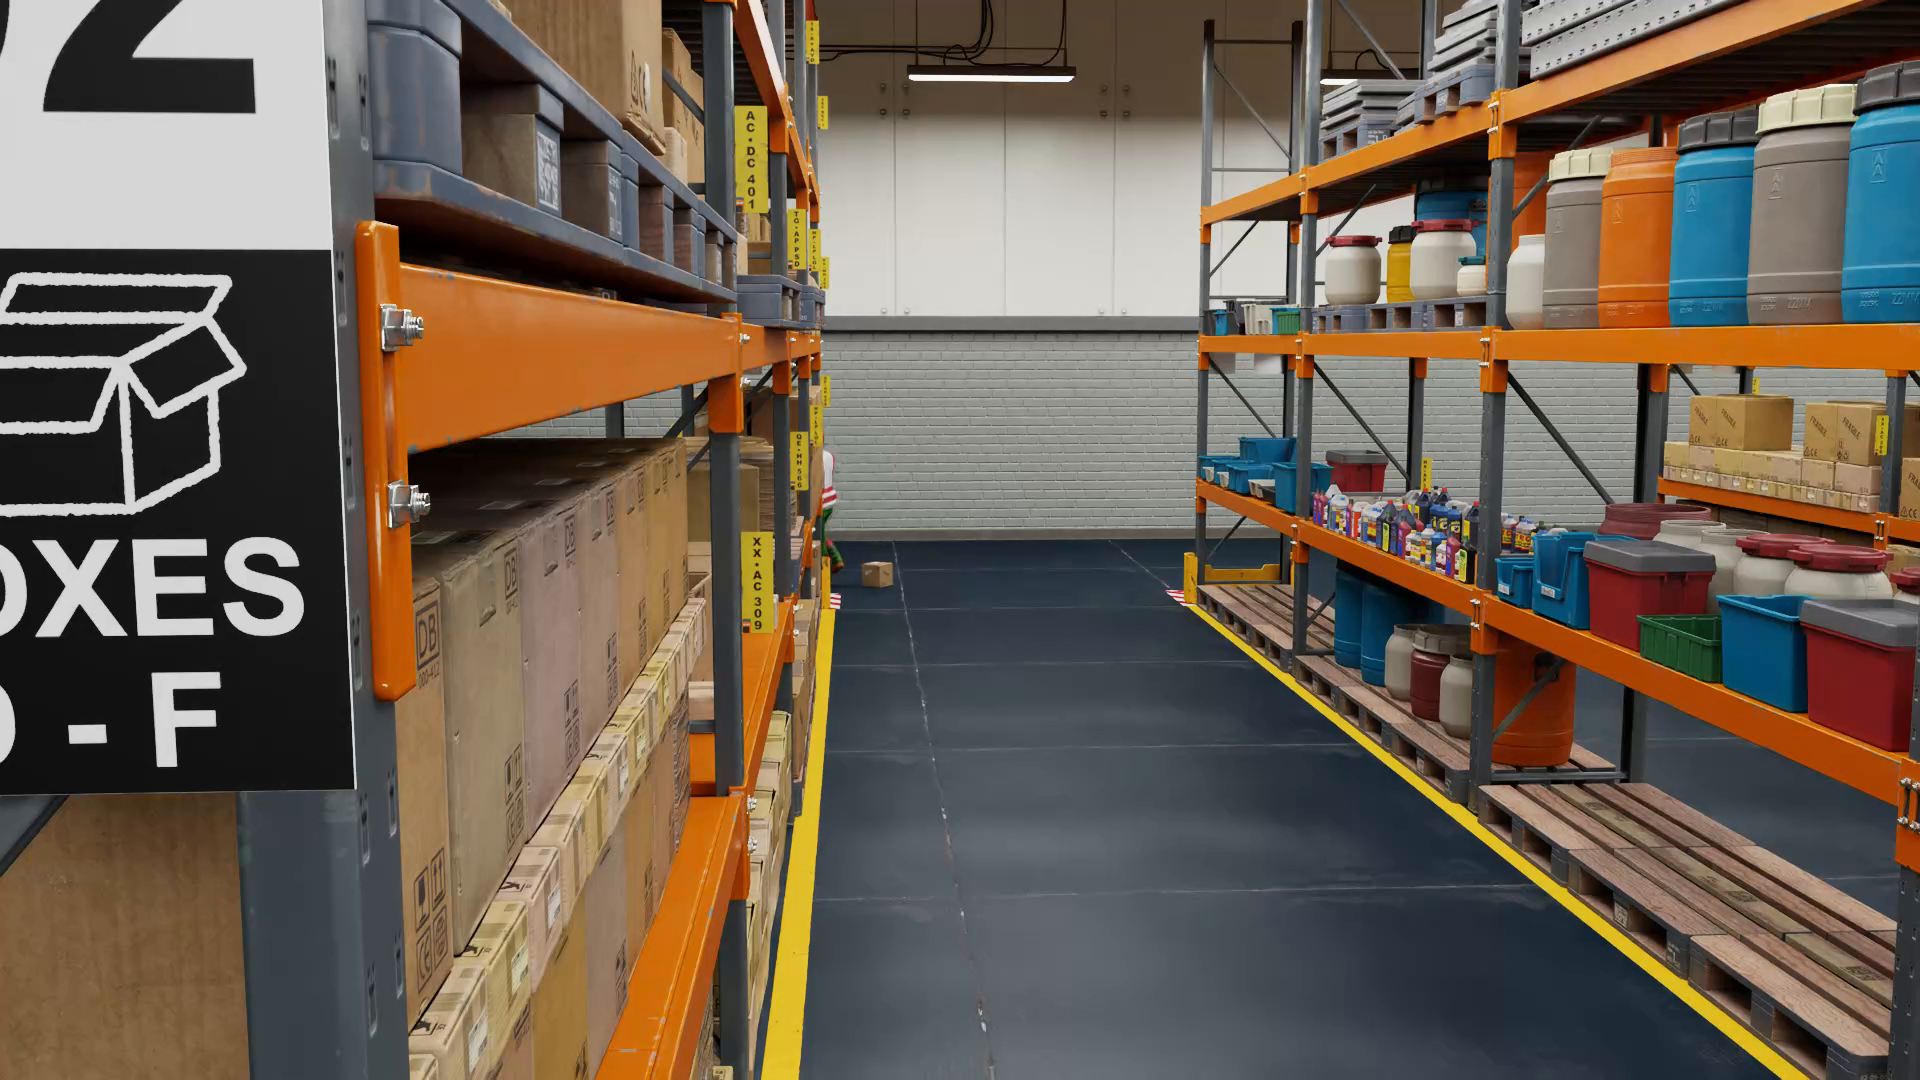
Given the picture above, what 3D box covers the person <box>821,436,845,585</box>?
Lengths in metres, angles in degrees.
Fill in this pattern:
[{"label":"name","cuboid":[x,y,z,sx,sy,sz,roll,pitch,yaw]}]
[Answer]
[{"label":"person","cuboid":[-1.609,-0.369,18.601,0.438,1.774,0.658,4,8,28]}]
